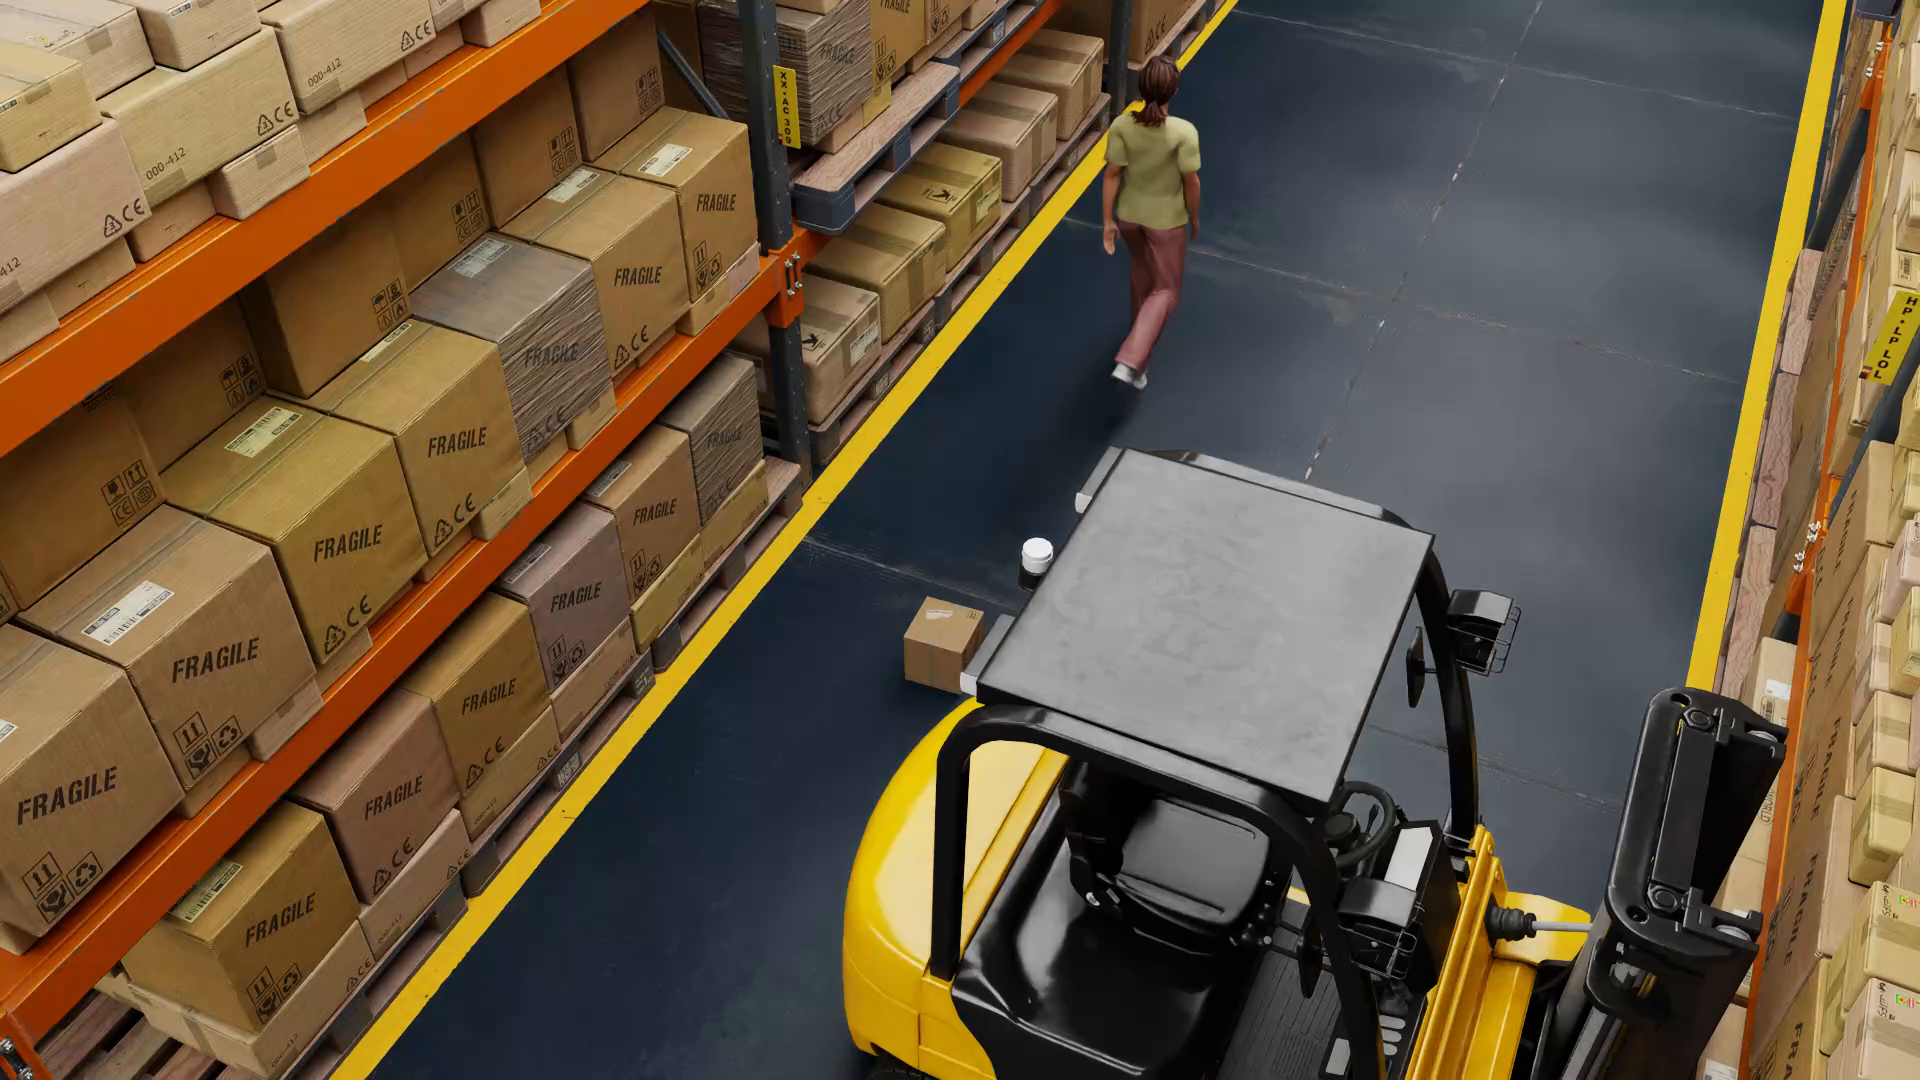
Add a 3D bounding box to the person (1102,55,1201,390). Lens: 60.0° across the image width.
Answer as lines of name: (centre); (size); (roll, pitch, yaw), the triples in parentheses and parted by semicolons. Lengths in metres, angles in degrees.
person: (0.885, -1.497, 7.804); (0.440, 1.630, 0.926); (18, 45, 19)
